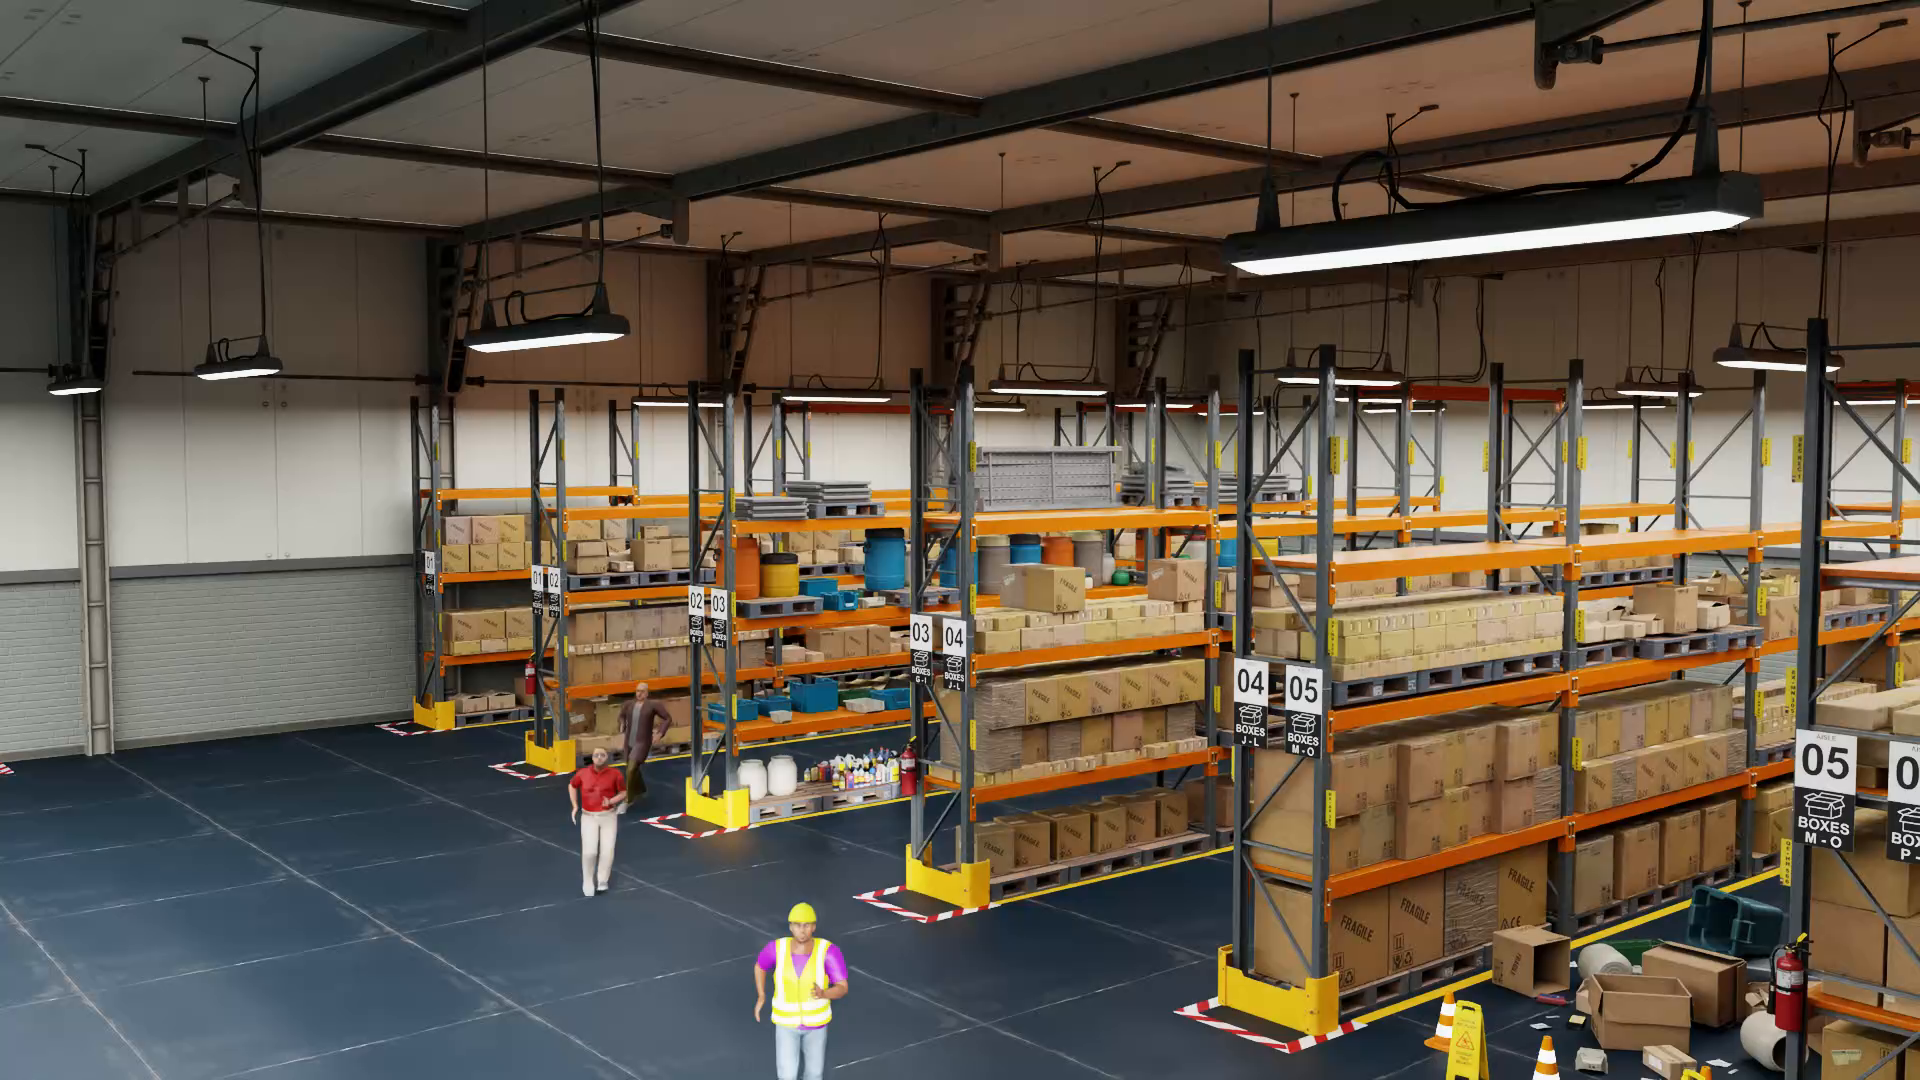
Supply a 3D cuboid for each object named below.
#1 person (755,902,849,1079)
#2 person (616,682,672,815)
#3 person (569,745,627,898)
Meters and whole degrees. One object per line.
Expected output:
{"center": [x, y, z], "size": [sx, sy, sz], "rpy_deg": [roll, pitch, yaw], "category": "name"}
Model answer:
{"center": [-1.157, 3.553, 12.160], "size": [0.677, 1.821, 0.820], "rpy_deg": [0, 3, -7], "category": "person"}
{"center": [-4.504, 2.908, 23.335], "size": [0.768, 1.816, 0.809], "rpy_deg": [2, 4, 26], "category": "person"}
{"center": [-4.095, 3.198, 18.853], "size": [0.637, 1.719, 0.675], "rpy_deg": [-1, 3, -16], "category": "person"}
